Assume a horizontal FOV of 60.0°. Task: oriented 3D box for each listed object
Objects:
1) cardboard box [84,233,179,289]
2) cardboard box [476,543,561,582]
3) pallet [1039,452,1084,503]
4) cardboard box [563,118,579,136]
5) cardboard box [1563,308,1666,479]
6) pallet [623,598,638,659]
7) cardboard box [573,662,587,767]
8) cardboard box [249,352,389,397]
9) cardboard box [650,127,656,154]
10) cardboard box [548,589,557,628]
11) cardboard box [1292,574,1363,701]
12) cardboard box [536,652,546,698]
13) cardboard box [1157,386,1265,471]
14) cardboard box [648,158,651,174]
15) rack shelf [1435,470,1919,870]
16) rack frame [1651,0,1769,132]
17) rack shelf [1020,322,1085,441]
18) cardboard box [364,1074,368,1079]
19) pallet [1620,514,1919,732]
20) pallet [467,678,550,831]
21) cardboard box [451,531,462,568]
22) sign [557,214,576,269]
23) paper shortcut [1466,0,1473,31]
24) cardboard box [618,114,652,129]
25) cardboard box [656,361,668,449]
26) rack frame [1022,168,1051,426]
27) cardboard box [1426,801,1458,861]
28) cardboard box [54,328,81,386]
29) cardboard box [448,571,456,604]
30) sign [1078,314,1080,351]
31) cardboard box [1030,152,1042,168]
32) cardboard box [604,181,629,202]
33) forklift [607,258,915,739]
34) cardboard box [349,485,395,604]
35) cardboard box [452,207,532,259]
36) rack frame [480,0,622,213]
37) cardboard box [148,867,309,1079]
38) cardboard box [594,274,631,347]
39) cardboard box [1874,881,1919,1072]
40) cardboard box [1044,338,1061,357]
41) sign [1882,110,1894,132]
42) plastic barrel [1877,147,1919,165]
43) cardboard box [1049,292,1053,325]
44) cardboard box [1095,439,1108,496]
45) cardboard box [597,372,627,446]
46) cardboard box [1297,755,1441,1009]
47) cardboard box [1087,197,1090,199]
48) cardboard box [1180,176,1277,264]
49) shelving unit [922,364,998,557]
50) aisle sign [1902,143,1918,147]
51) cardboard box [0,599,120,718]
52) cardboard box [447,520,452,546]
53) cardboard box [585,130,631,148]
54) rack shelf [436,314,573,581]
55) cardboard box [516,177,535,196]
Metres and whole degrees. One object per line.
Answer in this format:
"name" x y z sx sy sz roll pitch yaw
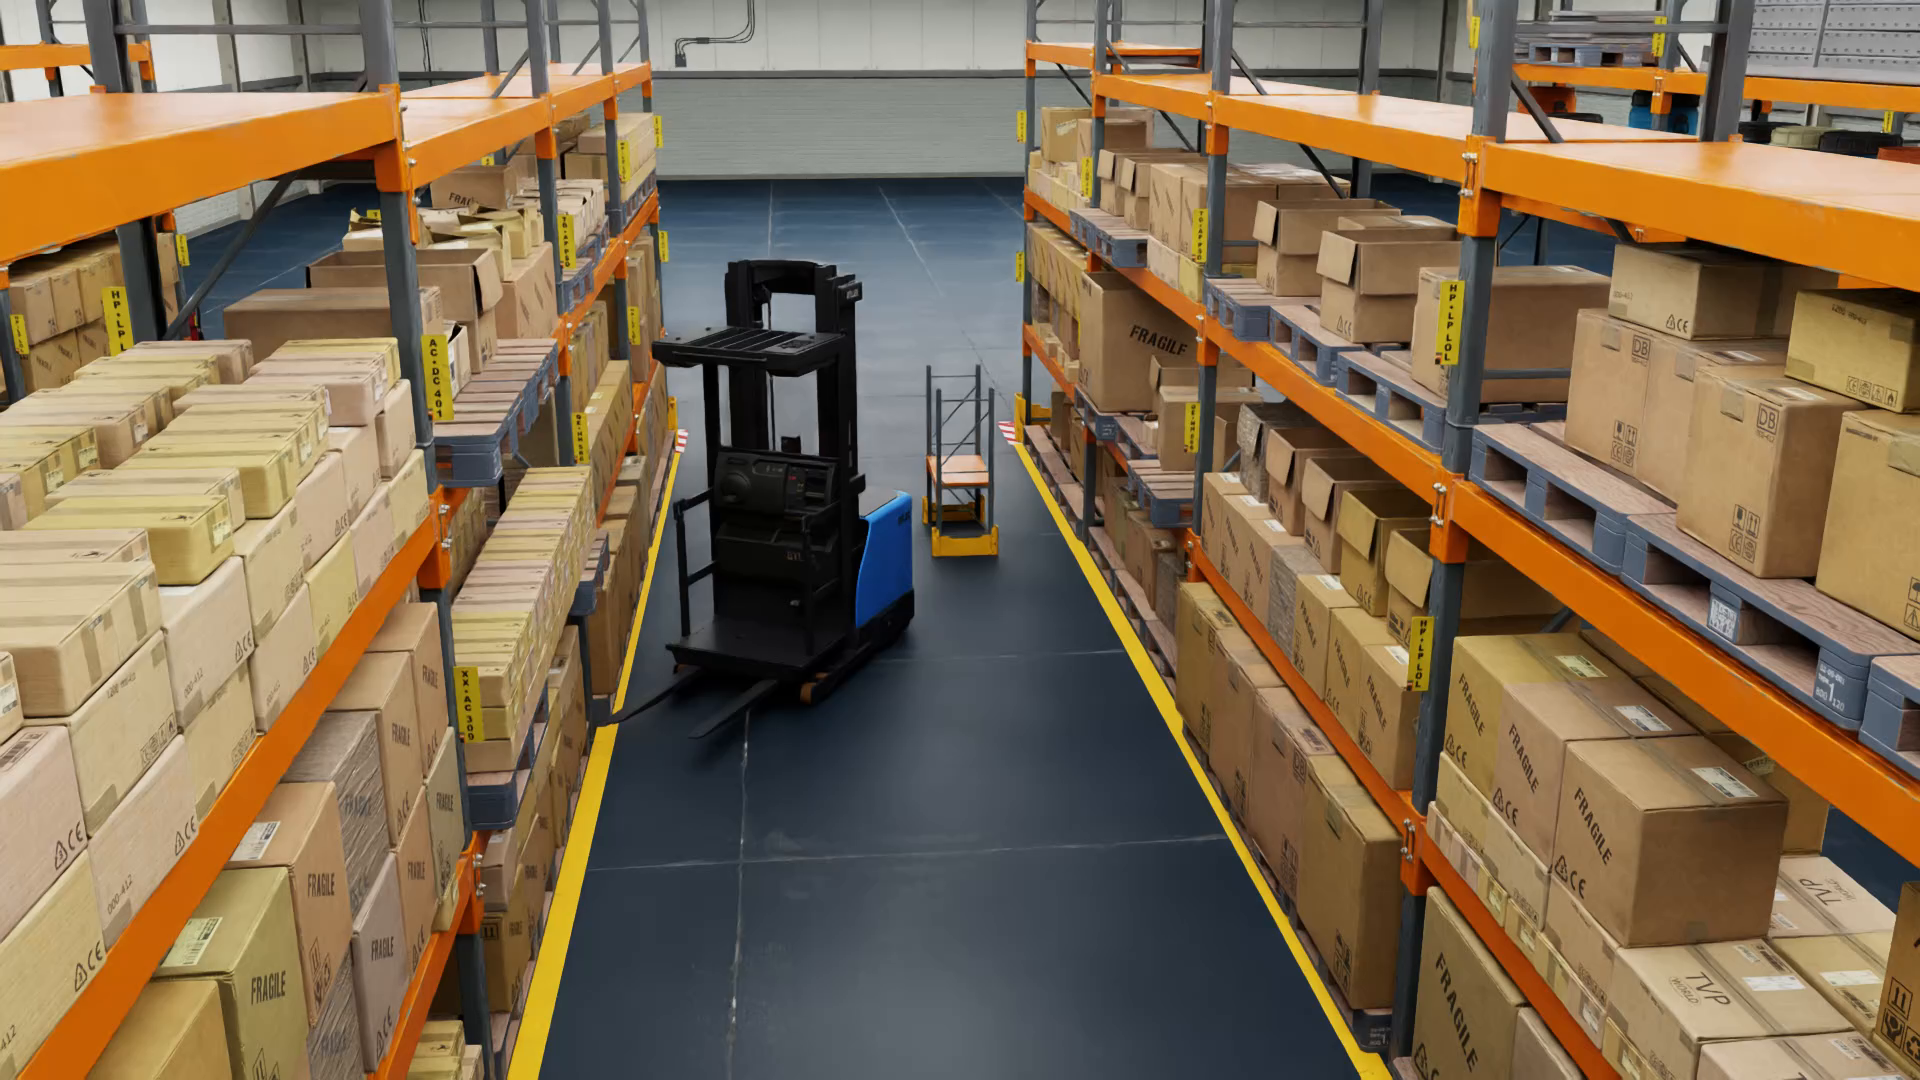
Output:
"cardboard box" -8.382 -2.824 16.833 0.700 0.500 0.500 -2 18 -7
"cardboard box" -2.250 0.128 8.488 0.380 0.149 0.250 -1 17 -4
"pallet" 1.384 -0.651 16.897 1.003 0.211 1.213 -2 18 -6
"cardboard box" -3.917 -4.014 16.167 0.380 0.149 0.250 -2 18 -7
"cardboard box" 2.583 -0.530 5.814 0.700 0.500 0.500 -3 18 -9
"pallet" -3.042 0.628 12.825 1.003 0.211 1.213 -2 18 -6
"cardboard box" -2.586 1.077 10.209 0.500 0.500 0.500 -2 18 -6
"cardboard box" -2.159 -0.536 5.619 0.380 0.149 0.250 -1 17 -4
"cardboard box" -3.410 -4.099 17.102 0.500 0.250 0.500 -2 17 -5
"cardboard box" -2.224 0.344 8.295 0.380 0.149 0.250 -2 18 -7
"cardboard box" 2.018 0.484 8.460 0.500 0.500 0.500 -2 18 -6
"cardboard box" -2.165 0.645 7.833 0.380 0.149 0.250 -2 18 -5
"cardboard box" 1.778 -0.797 11.839 0.700 0.500 0.500 1 17 3
"cardboard box" -3.289 -3.730 16.594 0.380 0.149 0.250 -2 18 -5
"rack shelf" 2.649 0.474 4.853 1.077 0.370 4.000 -2 18 -6
"rack frame" 6.544 -4.433 14.274 1.000 3.000 0.127 -2 18 -6
"rack shelf" 1.412 -1.670 16.691 1.077 0.370 4.000 -2 18 -6
"cardboard box" -2.006 1.750 5.014 0.380 0.149 0.250 -1 17 -5
"pallet" 2.640 0.184 4.724 1.003 0.211 1.213 -2 18 -6
"pallet" -2.435 0.948 7.469 1.003 0.211 1.213 -2 18 -6
"cardboard box" -2.976 0.060 9.199 0.380 0.149 0.250 -2 18 -5
"sign" -2.374 -1.797 10.021 0.100 0.325 0.005 -2 18 -6
"paper shortcut" 2.689 -2.777 8.768 0.009 0.170 0.078 -12 49 -2
"cardboard box" -3.342 -4.262 16.956 0.380 0.149 0.250 -2 18 -5
"cardboard box" -3.603 -1.473 17.707 0.875 0.875 0.875 -2 18 -5
"rack frame" 1.205 -2.609 18.481 1.000 3.000 0.127 -2 18 -6
"cardboard box" 2.143 1.184 6.817 0.380 0.149 0.250 -2 18 -6
"cardboard box" -8.082 -1.590 14.569 0.500 0.500 0.500 -2 18 -6
"cardboard box" -2.953 0.276 9.008 0.380 0.149 0.250 -1 17 -4
"sign" 1.079 -1.812 14.494 0.100 0.325 0.005 -2 18 -6
"cardboard box" 0.934 -3.990 17.455 0.380 0.149 0.250 -1 17 -4
"cardboard box" -3.025 -2.973 14.182 0.380 0.149 0.250 -2 18 -7
"forklift" -1.389 -0.394 11.538 1.130 2.935 3.031 7 19 21
"cardboard box" -2.142 0.016 5.360 0.500 0.250 0.500 -2 18 -6
"cardboard box" -2.546 -1.682 9.074 0.396 0.266 0.258 -2 18 -6
"rack frame" -3.326 -4.157 13.394 1.000 3.000 0.127 -2 18 -6
"cardboard box" -1.960 1.166 4.122 0.500 0.500 0.500 -2 18 -7
"cardboard box" -3.330 -1.992 14.462 0.875 0.550 0.550 -2 18 -6
"cardboard box" 2.964 1.275 4.610 0.500 0.500 0.500 -2 18 -7
"cardboard box" 1.056 -1.947 16.791 0.380 0.149 0.250 -2 18 -6
"sign" 10.507 -4.785 18.811 0.100 0.325 0.005 -2 18 -6
"plastic barrel" 7.021 -2.461 12.284 0.600 0.830 0.708 -2 18 -6
"cardboard box" 1.406 -2.489 17.434 0.875 0.500 0.500 -2 18 -6
"cardboard box" 1.550 -0.716 15.923 0.500 0.500 0.500 4 18 12
"cardboard box" -2.954 -1.044 13.329 0.500 0.500 0.500 -2 18 -6
"cardboard box" 2.357 1.589 7.954 1.225 0.875 0.875 -2 18 -5
"cardboard box" 1.297 -3.055 14.478 0.380 0.149 0.250 -1 17 -4
"cardboard box" 1.732 -2.078 10.778 0.500 0.500 0.500 -1 17 -4
"shelving unit" -0.008 -0.738 15.025 0.587 1.500 1.083 -2 18 -6
"aisle sign" 10.748 -4.165 19.095 0.394 0.787 0.004 -2 18 -6
"cardboard box" -1.859 0.229 3.181 0.380 0.149 0.250 -2 18 -6
"cardboard box" -2.951 -0.011 8.929 0.380 0.149 0.250 -1 17 -3
"cardboard box" -3.079 -3.505 14.545 0.380 0.149 0.250 -2 18 -6
"rack shelf" -2.707 -0.595 8.257 1.077 0.370 4.000 -2 18 -6
"cardboard box" -3.512 -2.722 13.188 0.258 0.266 0.396 -2 18 -7
